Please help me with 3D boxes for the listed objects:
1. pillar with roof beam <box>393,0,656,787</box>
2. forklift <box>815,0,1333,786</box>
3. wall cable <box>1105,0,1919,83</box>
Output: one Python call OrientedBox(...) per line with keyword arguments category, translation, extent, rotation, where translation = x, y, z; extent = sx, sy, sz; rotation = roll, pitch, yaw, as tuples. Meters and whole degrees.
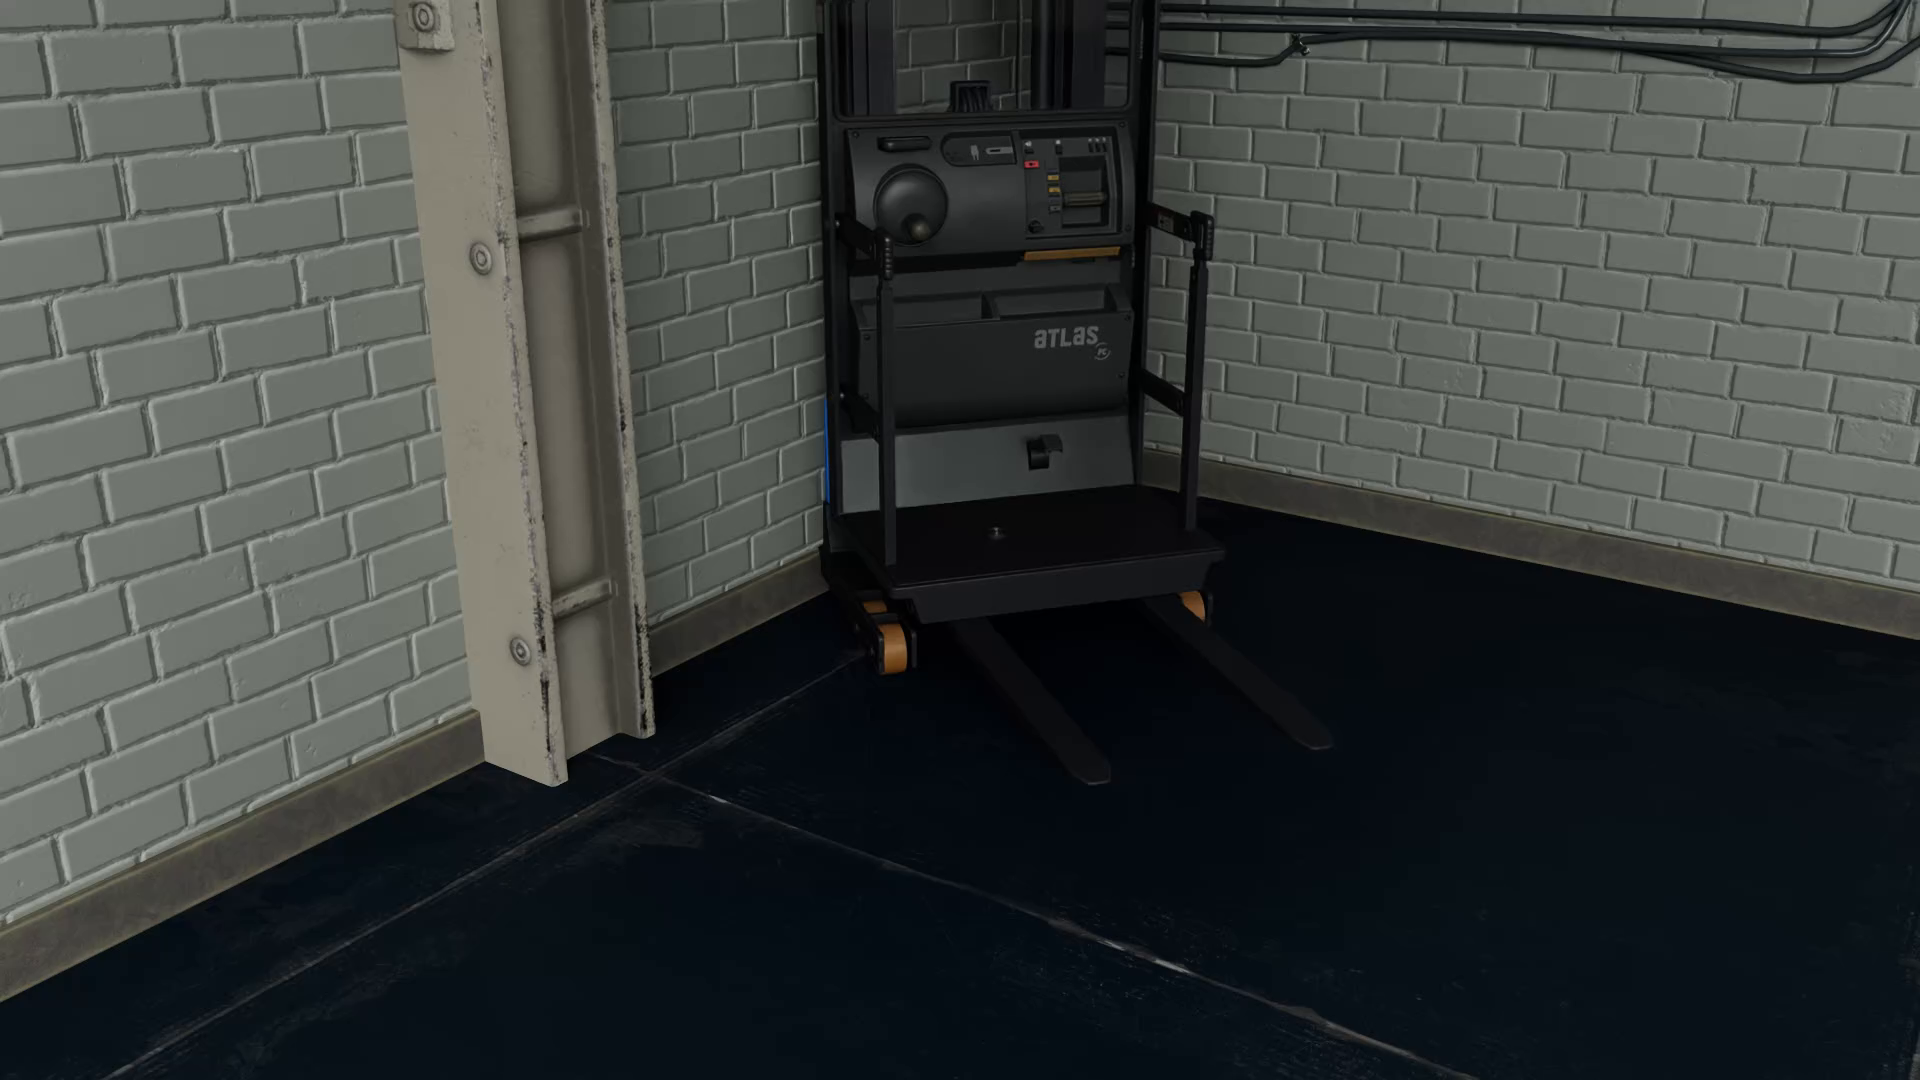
OrientedBox(category="pillar with roof beam", translation=(2.453, -2.803, 0.872), extent=(9.100, 9.000, 0.400), rotation=(13, 24, 32))
OrientedBox(category="forklift", translation=(0.174, -1.110, 5.041), extent=(1.130, 2.935, 3.031), rotation=(-6, 21, -16))
OrientedBox(category="wall cable", translation=(1.643, -2.774, 5.268), extent=(3.097, 2.526, 0.112), rotation=(13, 24, 32))
